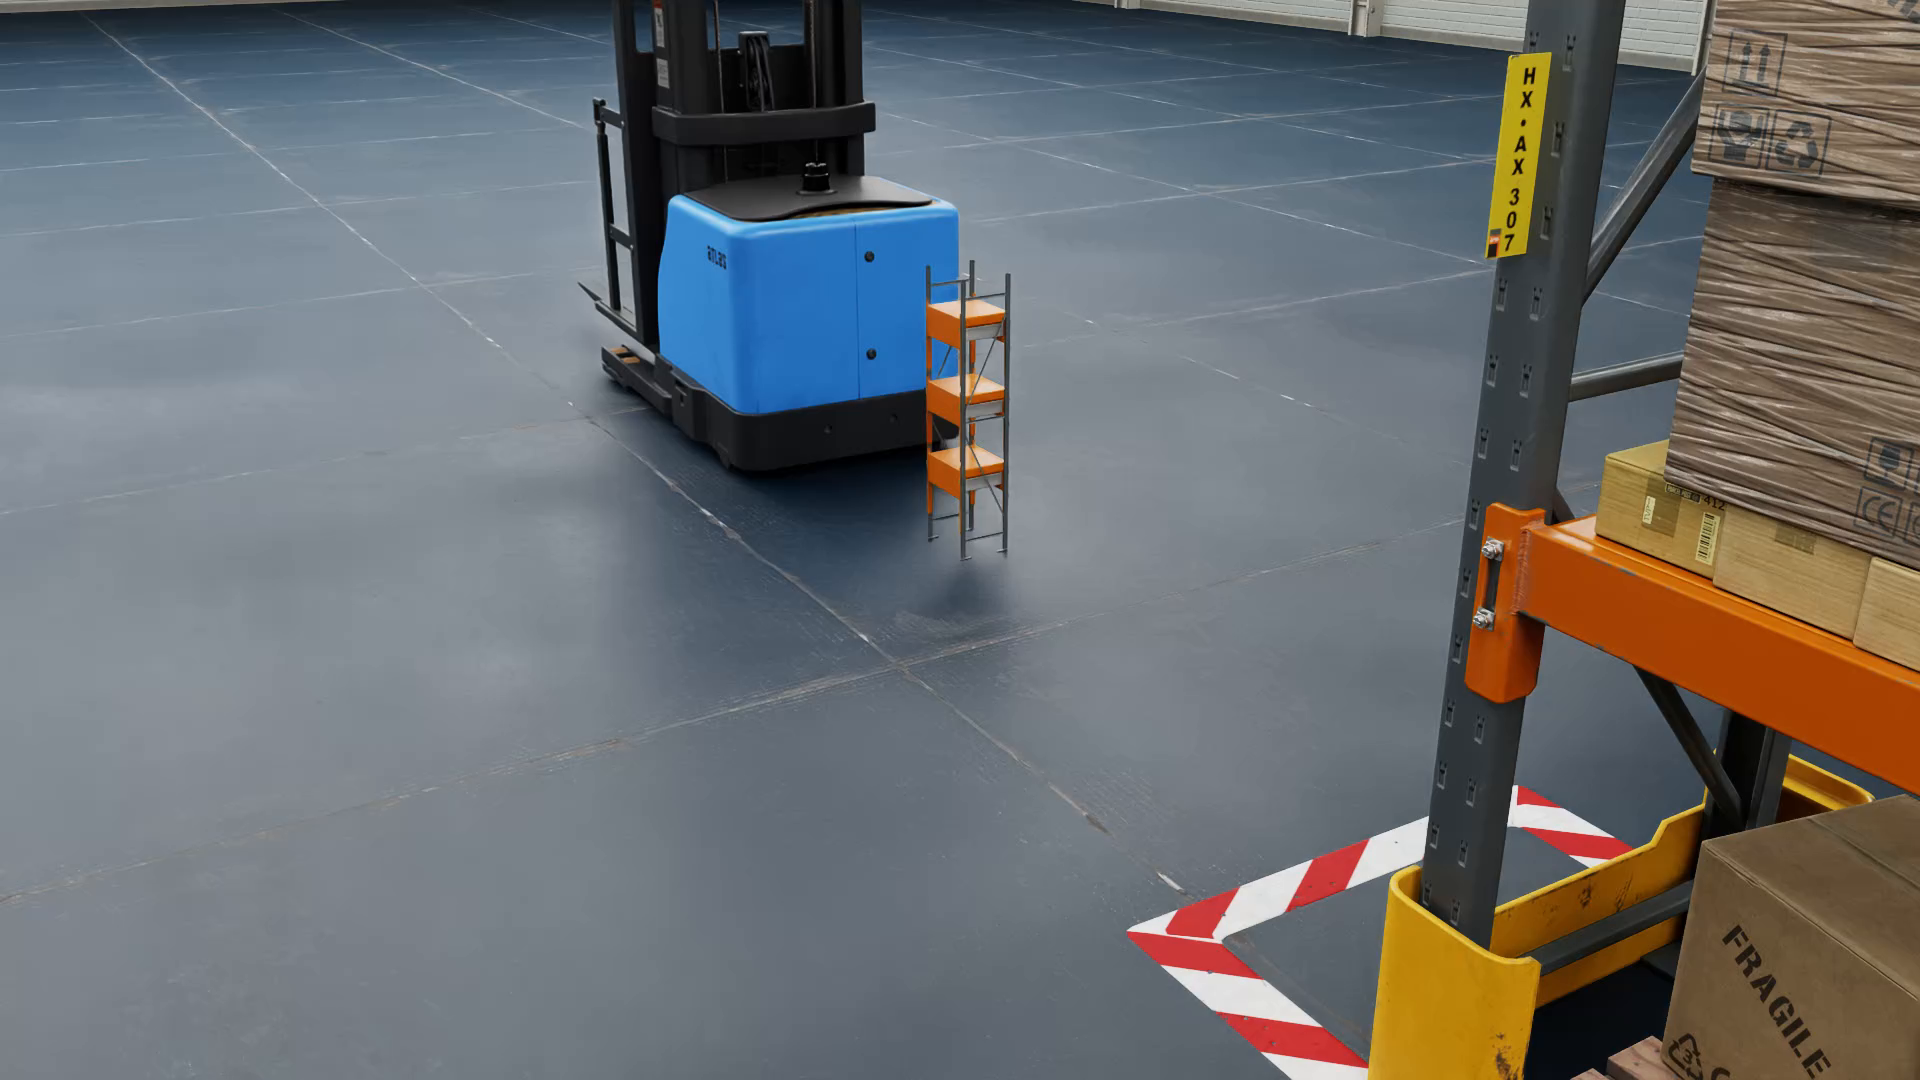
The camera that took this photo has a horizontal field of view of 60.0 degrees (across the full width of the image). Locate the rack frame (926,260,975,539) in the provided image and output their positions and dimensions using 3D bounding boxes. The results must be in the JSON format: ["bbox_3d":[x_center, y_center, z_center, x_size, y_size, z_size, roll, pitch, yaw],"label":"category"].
[{"bbox_3d":[-0.035,-0.509,6.168,0.200,1.050,0.008,-13,25,-28],"label":"rack frame"}]

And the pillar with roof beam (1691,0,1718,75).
[{"bbox_3d":[5.426,-8.963,16.412,9.100,9.000,0.400,-13,25,-28],"label":"pillar with roof beam"}]

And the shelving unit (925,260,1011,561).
[{"bbox_3d":[0.027,-0.469,6.071,0.215,1.050,0.252,-13,25,-28],"label":"shelving unit"}]

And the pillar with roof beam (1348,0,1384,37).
[{"bbox_3d":[2.361,-10.905,21.190,9.100,9.000,0.400,-13,25,-28],"label":"pillar with roof beam"}]

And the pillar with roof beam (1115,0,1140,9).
[{"bbox_3d":[-0.704,-12.847,25.969,9.100,9.000,0.400,-13,25,-28],"label":"pillar with roof beam"}]

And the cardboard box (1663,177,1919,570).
[{"bbox_3d":[1.638,-0.330,2.612,0.875,0.500,0.500,-13,25,-28],"label":"cardboard box"}]

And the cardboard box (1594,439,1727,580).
[{"bbox_3d":[1.321,-0.075,2.845,0.380,0.149,0.250,-13,25,-28],"label":"cardboard box"}]

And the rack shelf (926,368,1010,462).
[{"bbox_3d":[0.027,-0.459,6.075,0.215,0.259,0.240,-13,25,-28],"label":"rack shelf"}]

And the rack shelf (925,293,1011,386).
[{"bbox_3d":[0.027,-0.722,5.968,0.215,0.259,0.240,-13,25,-28],"label":"rack shelf"}]

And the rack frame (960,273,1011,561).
[{"bbox_3d":[0.090,-0.430,5.974,0.200,1.050,0.008,-13,25,-28],"label":"rack frame"}]

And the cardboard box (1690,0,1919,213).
[{"bbox_3d":[1.427,-0.746,2.307,0.500,0.500,0.500,-13,25,-28],"label":"cardboard box"}]

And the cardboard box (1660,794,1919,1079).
[{"bbox_3d":[1.685,0.840,3.024,0.500,0.500,0.500,-8,23,-18],"label":"cardboard box"}]

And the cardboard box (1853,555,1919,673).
[{"bbox_3d":[1.547,0.094,2.431,0.380,0.149,0.250,-13,25,-28],"label":"cardboard box"}]

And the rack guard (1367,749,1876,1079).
[{"bbox_3d":[1.419,0.853,3.548,1.175,0.500,0.348,-13,25,-28],"label":"rack guard"}]

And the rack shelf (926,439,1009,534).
[{"bbox_3d":[0.027,-0.202,6.180,0.215,0.259,0.240,-13,25,-28],"label":"rack shelf"}]

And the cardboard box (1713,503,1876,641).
[{"bbox_3d":[1.432,0.010,2.637,0.380,0.149,0.250,-13,25,-28],"label":"cardboard box"}]

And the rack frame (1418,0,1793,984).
[{"bbox_3d":[1.380,-0.329,3.138,1.000,3.000,0.127,-13,25,-28],"label":"rack frame"}]

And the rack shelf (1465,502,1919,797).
[{"bbox_3d":[2.402,0.652,1.680,1.077,0.370,4.000,-13,25,-28],"label":"rack shelf"}]

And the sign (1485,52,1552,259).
[{"bbox_3d":[0.914,-0.626,2.718,0.100,0.325,0.005,-13,25,-28],"label":"sign"}]

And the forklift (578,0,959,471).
[{"bbox_3d":[-1.123,-2.155,7.721,1.130,2.935,3.031,-11,25,-26],"label":"forklift"}]

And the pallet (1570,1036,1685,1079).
[{"bbox_3d":[1.804,1.257,2.938,1.003,0.211,1.213,-13,25,-28],"label":"pallet"}]
